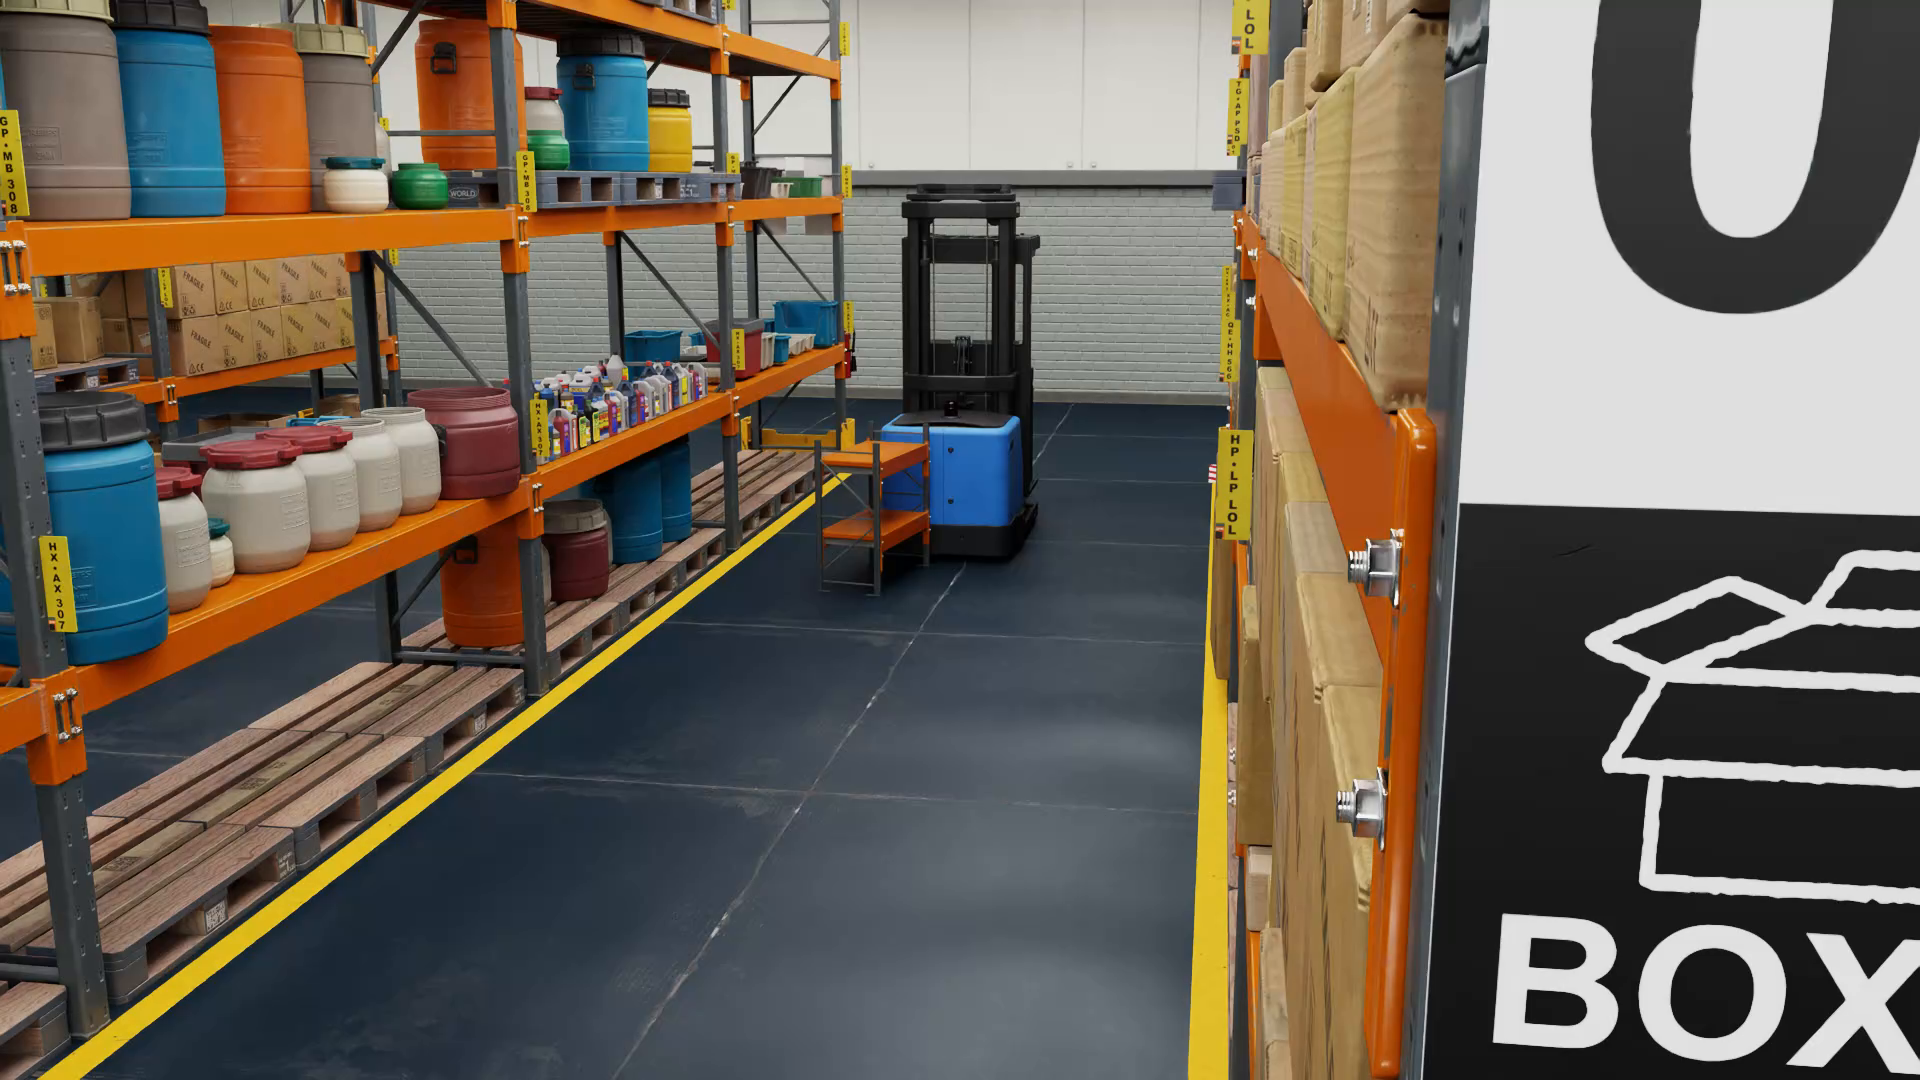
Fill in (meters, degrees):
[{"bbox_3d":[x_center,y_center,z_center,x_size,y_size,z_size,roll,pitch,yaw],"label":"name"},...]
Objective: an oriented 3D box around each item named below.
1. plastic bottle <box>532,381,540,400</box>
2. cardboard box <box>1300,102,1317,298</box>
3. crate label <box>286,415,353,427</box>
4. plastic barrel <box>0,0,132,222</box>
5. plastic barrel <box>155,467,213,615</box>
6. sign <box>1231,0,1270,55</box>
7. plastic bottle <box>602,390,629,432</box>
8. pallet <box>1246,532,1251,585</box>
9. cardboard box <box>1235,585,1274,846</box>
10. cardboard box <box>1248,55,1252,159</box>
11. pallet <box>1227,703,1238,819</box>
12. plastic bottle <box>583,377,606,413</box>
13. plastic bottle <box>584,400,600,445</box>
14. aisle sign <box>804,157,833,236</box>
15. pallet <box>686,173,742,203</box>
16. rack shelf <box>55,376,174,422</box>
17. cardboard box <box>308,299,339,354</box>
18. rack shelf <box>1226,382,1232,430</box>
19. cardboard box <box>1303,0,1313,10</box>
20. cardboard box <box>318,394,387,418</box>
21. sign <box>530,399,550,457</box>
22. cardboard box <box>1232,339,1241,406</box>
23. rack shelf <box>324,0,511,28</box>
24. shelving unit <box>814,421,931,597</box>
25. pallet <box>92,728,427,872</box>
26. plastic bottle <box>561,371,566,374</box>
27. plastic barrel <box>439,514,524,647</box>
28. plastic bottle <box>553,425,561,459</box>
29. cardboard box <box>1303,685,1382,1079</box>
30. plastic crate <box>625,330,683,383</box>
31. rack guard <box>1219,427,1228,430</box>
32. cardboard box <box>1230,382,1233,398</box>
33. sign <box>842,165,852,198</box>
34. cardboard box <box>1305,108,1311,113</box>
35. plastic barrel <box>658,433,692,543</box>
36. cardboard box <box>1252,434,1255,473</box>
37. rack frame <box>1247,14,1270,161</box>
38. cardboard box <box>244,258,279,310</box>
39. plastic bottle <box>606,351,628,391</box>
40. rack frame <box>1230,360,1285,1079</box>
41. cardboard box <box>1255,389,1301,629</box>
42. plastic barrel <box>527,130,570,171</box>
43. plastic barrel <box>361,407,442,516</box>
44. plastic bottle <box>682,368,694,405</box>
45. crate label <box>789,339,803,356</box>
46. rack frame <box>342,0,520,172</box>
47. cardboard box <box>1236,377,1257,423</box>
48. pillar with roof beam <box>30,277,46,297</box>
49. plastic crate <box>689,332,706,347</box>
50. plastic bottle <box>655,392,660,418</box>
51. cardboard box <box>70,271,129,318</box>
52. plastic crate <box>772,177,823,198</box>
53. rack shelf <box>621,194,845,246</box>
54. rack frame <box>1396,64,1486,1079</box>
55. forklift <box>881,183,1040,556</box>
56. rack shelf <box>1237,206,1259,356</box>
[{"bbox_3d":[-2.996,-0.980,11.538,0.144,0.351,0.185,2,12,9],"label":"plastic bottle"},{"bbox_3d":[0.721,-0.456,2.227,0.500,0.250,0.500,2,12,10],"label":"cardboard box"},{"bbox_3d":[-3.347,-0.389,8.596,0.502,0.435,0.616,2,12,9],"label":"crate label"},{"bbox_3d":[-3.578,-1.698,6.442,0.600,0.901,0.600,0,12,0],"label":"plastic barrel"},{"bbox_3d":[-3.178,0.004,6.532,0.433,0.535,0.433,0,12,0],"label":"plastic barrel"},{"bbox_3d":[0.803,-1.506,4.578,0.100,0.325,0.005,2,12,9],"label":"sign"},{"bbox_3d":[-2.328,-0.878,11.241,0.152,0.276,0.135,2,12,9],"label":"plastic bottle"},{"bbox_3d":[1.703,0.098,6.876,1.003,0.211,1.213,2,12,9],"label":"pallet"},{"bbox_3d":[1.110,0.423,3.965,0.875,0.500,0.500,2,12,9],"label":"cardboard box"},{"bbox_3d":[1.559,-1.974,7.490,0.500,0.500,0.500,2,12,9],"label":"cardboard box"},{"bbox_3d":[1.845,1.116,8.313,1.003,0.211,1.213,2,12,9],"label":"pallet"},{"bbox_3d":[-2.470,-0.924,11.279,0.144,0.351,0.185,2,12,9],"label":"plastic bottle"},{"bbox_3d":[-2.369,-0.763,10.693,0.061,0.283,0.133,2,12,9],"label":"plastic bottle"},{"bbox_3d":[-1.396,-3.512,16.998,0.394,0.787,0.004,2,12,9],"label":"aisle sign"},{"bbox_3d":[-2.336,-2.610,12.314,1.213,0.211,1.003,2,12,9],"label":"pallet"},{"bbox_3d":[-7.513,-0.796,12.275,1.077,0.370,4.000,2,12,9],"label":"rack shelf"},{"bbox_3d":[-6.549,-2.132,16.528,0.500,0.500,0.500,2,12,9],"label":"cardboard box"},{"bbox_3d":[2.890,-1.307,14.645,1.077,0.370,4.000,2,12,9],"label":"rack shelf"},{"bbox_3d":[0.725,-0.980,2.171,0.500,0.500,0.500,2,12,9],"label":"cardboard box"},{"bbox_3d":[-6.431,-1.269,17.649,0.500,0.500,0.500,2,12,9],"label":"cardboard box"},{"bbox_3d":[-2.382,-0.633,9.426,0.100,0.325,0.005,2,12,9],"label":"sign"},{"bbox_3d":[2.264,-1.203,12.220,0.500,0.500,0.500,2,12,9],"label":"cardboard box"},{"bbox_3d":[-3.235,-2.539,7.073,1.077,0.370,4.000,2,12,9],"label":"rack shelf"},{"bbox_3d":[-0.645,-0.259,12.526,0.538,1.125,1.048,4,13,19],"label":"shelving unit"},{"bbox_3d":[-3.275,1.206,7.895,1.003,0.211,1.213,2,12,9],"label":"pallet"},{"bbox_3d":[-2.926,-1.098,12.247,0.061,0.283,0.133,2,12,9],"label":"plastic bottle"},{"bbox_3d":[-2.869,0.183,10.178,0.600,0.830,0.708,2,12,9],"label":"plastic barrel"},{"bbox_3d":[-2.481,-0.596,10.111,0.097,0.201,0.097,0,12,0],"label":"plastic bottle"},{"bbox_3d":[0.577,0.450,1.468,0.500,0.500,0.500,2,12,9],"label":"cardboard box"},{"bbox_3d":[-2.577,-1.532,13.880,0.392,0.384,0.575,2,12,9],"label":"plastic crate"},{"bbox_3d":[3.201,-0.858,16.788,1.175,0.500,0.348,2,12,9],"label":"rack guard"},{"bbox_3d":[2.305,-1.194,13.008,0.380,0.149,0.250,2,12,9],"label":"cardboard box"},{"bbox_3d":[-1.151,-3.636,16.874,0.100,0.325,0.005,2,12,9],"label":"sign"},{"bbox_3d":[0.834,-0.834,3.035,0.380,0.149,0.250,2,12,8],"label":"cardboard box"},{"bbox_3d":[-2.412,-0.470,13.036,0.600,0.901,0.708,2,12,9],"label":"plastic barrel"},{"bbox_3d":[1.527,-0.197,6.543,0.797,0.503,0.637,3,13,14],"label":"cardboard box"},{"bbox_3d":[1.967,-3.342,8.142,1.000,3.000,0.127,2,12,9],"label":"rack frame"},{"bbox_3d":[-6.697,-2.405,15.423,0.500,0.500,0.500,2,12,7],"label":"cardboard box"},{"bbox_3d":[-2.692,-1.307,13.057,0.144,0.351,0.185,2,12,9],"label":"plastic bottle"},{"bbox_3d":[1.352,0.423,4.910,1.000,3.000,0.127,2,12,9],"label":"rack frame"},{"bbox_3d":[0.956,-0.070,3.883,0.500,0.500,0.500,2,12,9],"label":"cardboard box"},{"bbox_3d":[-2.537,-2.379,10.164,0.294,0.245,0.294,0,12,0],"label":"plastic barrel"},{"bbox_3d":[-2.874,-0.404,8.481,0.421,0.512,0.421,0,12,0],"label":"plastic barrel"},{"bbox_3d":[-2.109,-1.174,12.613,0.152,0.276,0.135,2,12,9],"label":"plastic bottle"},{"bbox_3d":[-1.721,-1.842,15.902,0.396,0.136,0.243,2,12,9],"label":"crate label"},{"bbox_3d":[-2.927,-3.503,8.887,1.000,3.000,0.127,2,12,9],"label":"rack frame"},{"bbox_3d":[1.880,-0.673,9.758,0.500,0.500,0.500,2,12,8],"label":"cardboard box"},{"bbox_3d":[-7.672,-5.940,20.194,9.100,9.000,0.400,2,12,9],"label":"pillar with roof beam"},{"bbox_3d":[-2.309,-1.806,15.507,0.416,0.233,0.300,2,12,9],"label":"plastic crate"},{"bbox_3d":[-2.198,-0.979,11.888,0.097,0.201,0.097,0,12,0],"label":"plastic bottle"},{"bbox_3d":[-7.384,-2.215,14.542,0.500,0.500,0.500,2,12,9],"label":"cardboard box"},{"bbox_3d":[-1.566,-3.384,15.957,0.450,0.188,0.336,2,12,9],"label":"plastic crate"},{"bbox_3d":[-2.004,-2.934,15.074,1.077,0.370,4.000,2,12,9],"label":"rack shelf"},{"bbox_3d":[0.737,1.256,1.047,1.000,3.000,0.127,2,12,9],"label":"rack frame"},{"bbox_3d":[0.094,-1.564,14.293,1.130,2.935,3.031,2,12,8],"label":"forklift"},{"bbox_3d":[1.659,-1.108,6.602,1.077,0.370,4.000,2,12,9],"label":"rack shelf"}]
